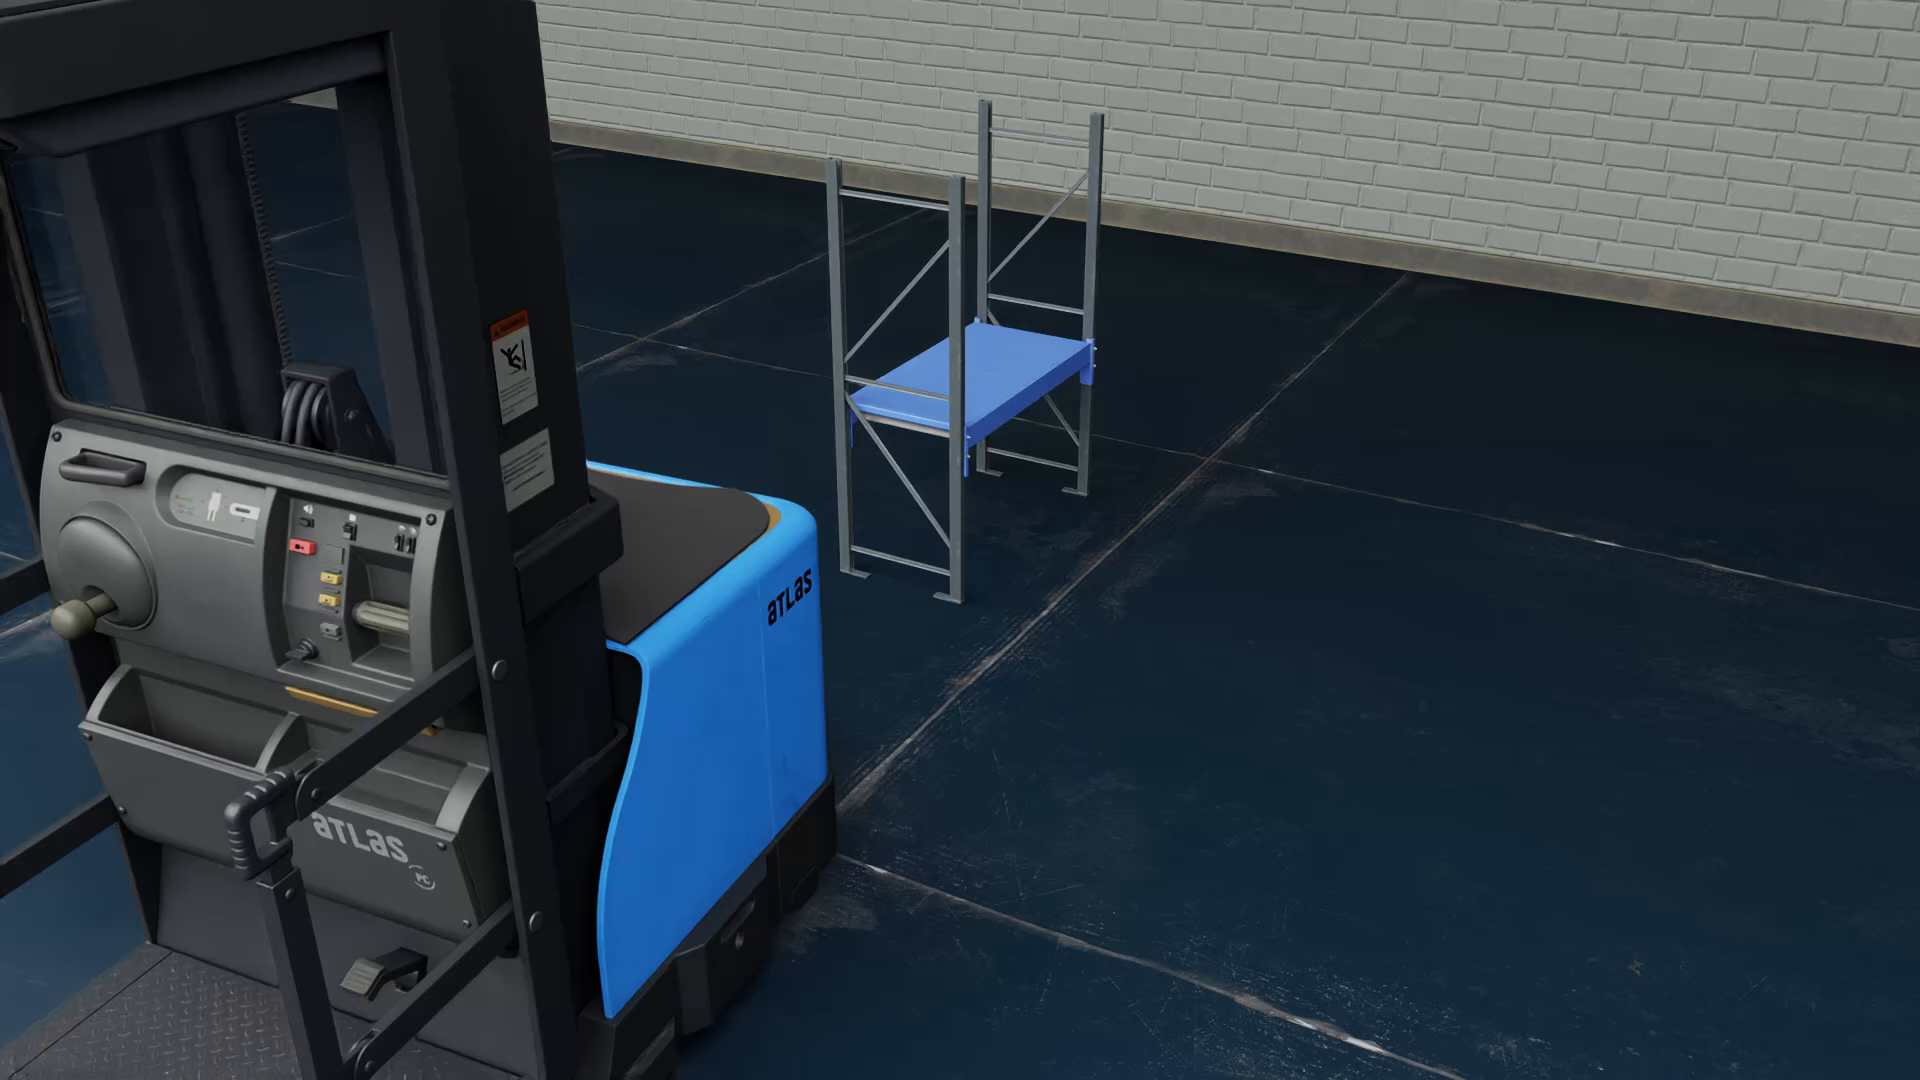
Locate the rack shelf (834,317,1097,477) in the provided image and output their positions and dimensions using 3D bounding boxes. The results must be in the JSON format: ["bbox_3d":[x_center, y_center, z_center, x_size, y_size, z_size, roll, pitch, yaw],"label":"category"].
[{"bbox_3d":[0.042,-0.543,6.061,0.538,0.185,1.000,14,30,26],"label":"rack shelf"}]

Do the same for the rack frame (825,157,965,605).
[{"bbox_3d":[-0.208,-0.506,5.585,0.500,1.500,0.032,14,30,26],"label":"rack frame"}]

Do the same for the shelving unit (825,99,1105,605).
[{"bbox_3d":[0.042,-0.704,5.981,0.538,1.500,1.048,14,30,26],"label":"shelving unit"}]

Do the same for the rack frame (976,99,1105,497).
[{"bbox_3d":[0.292,-0.902,6.376,0.500,1.500,0.032,14,30,26],"label":"rack frame"}]

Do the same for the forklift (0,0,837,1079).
[{"bbox_3d":[-1.389,0.077,2.822,1.130,2.935,3.031,11,29,21],"label":"forklift"}]
